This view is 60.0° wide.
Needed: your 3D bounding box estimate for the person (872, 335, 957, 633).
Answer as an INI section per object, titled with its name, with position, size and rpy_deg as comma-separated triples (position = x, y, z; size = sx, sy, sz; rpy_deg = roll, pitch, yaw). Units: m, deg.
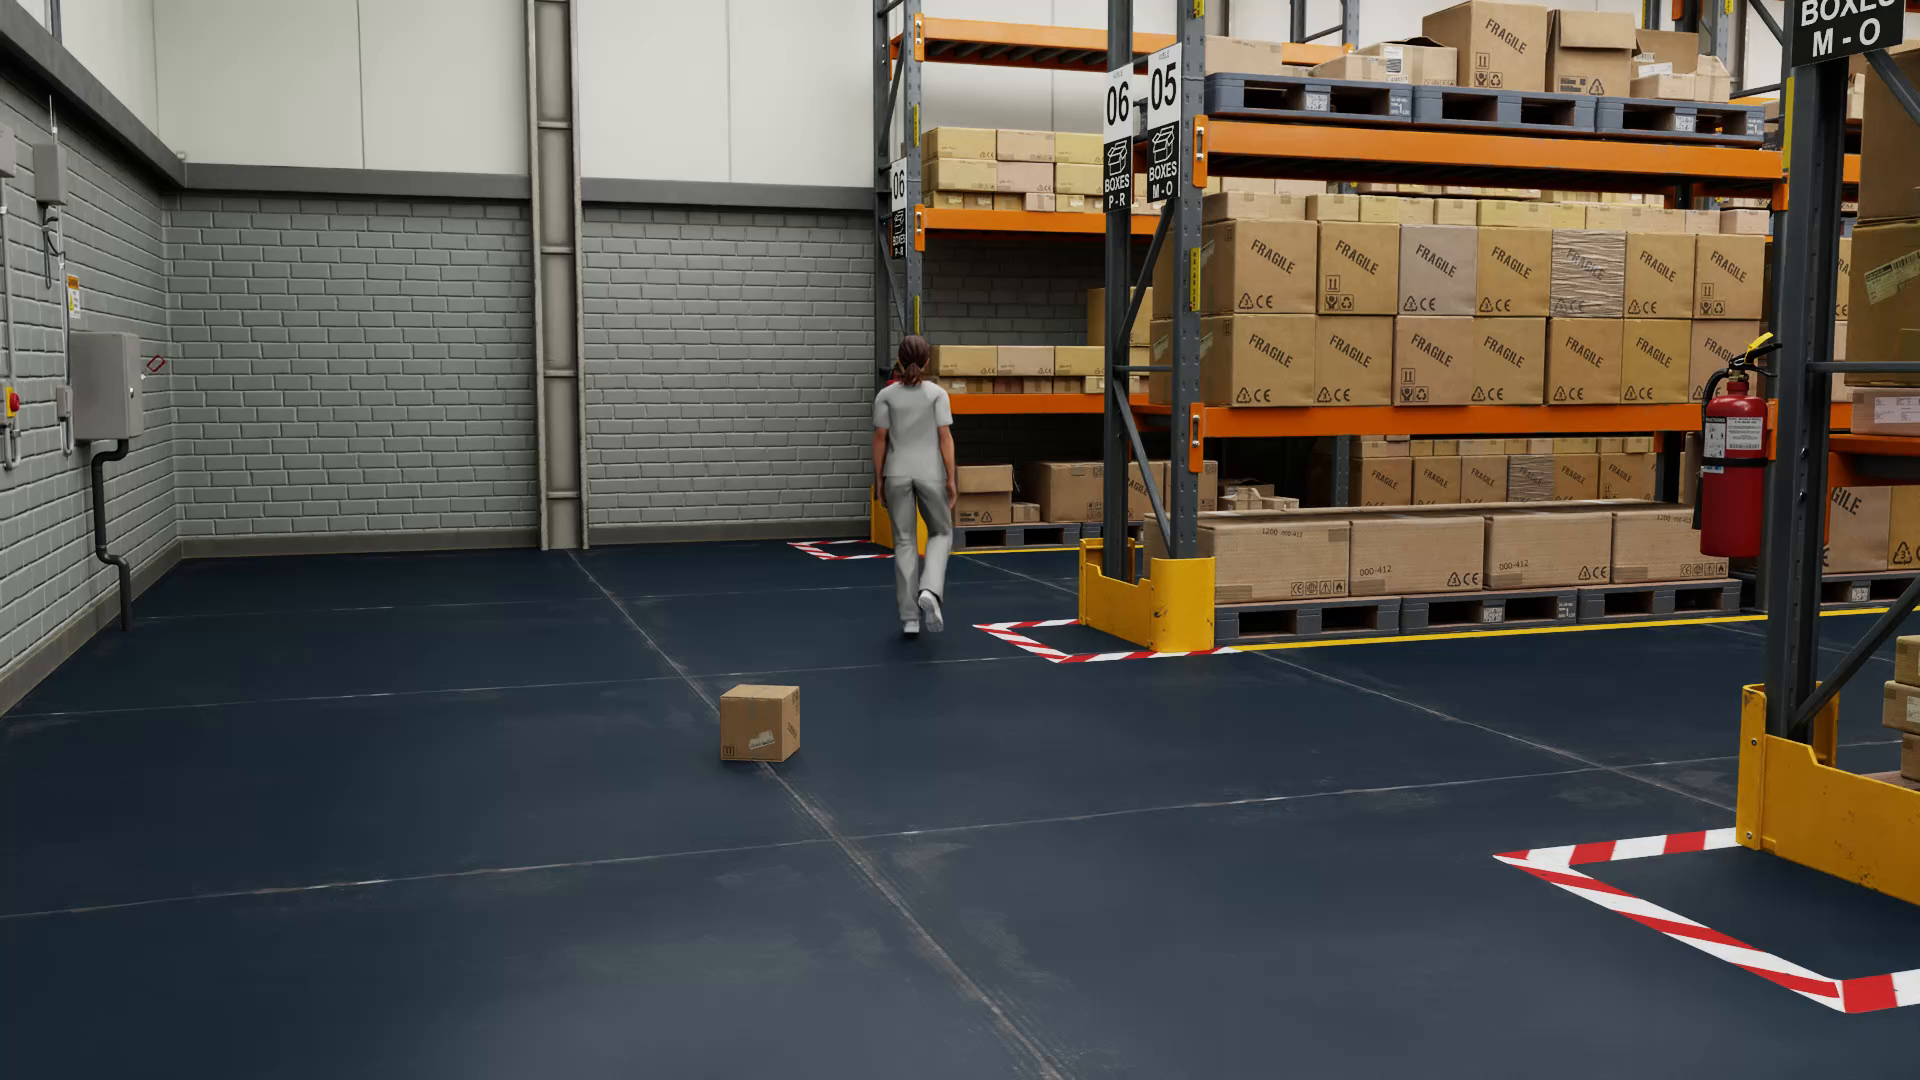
[person]
position = -0.253, -0.310, 9.359
size = 0.472, 1.678, 0.459
rpy_deg = 0, 6, 1
